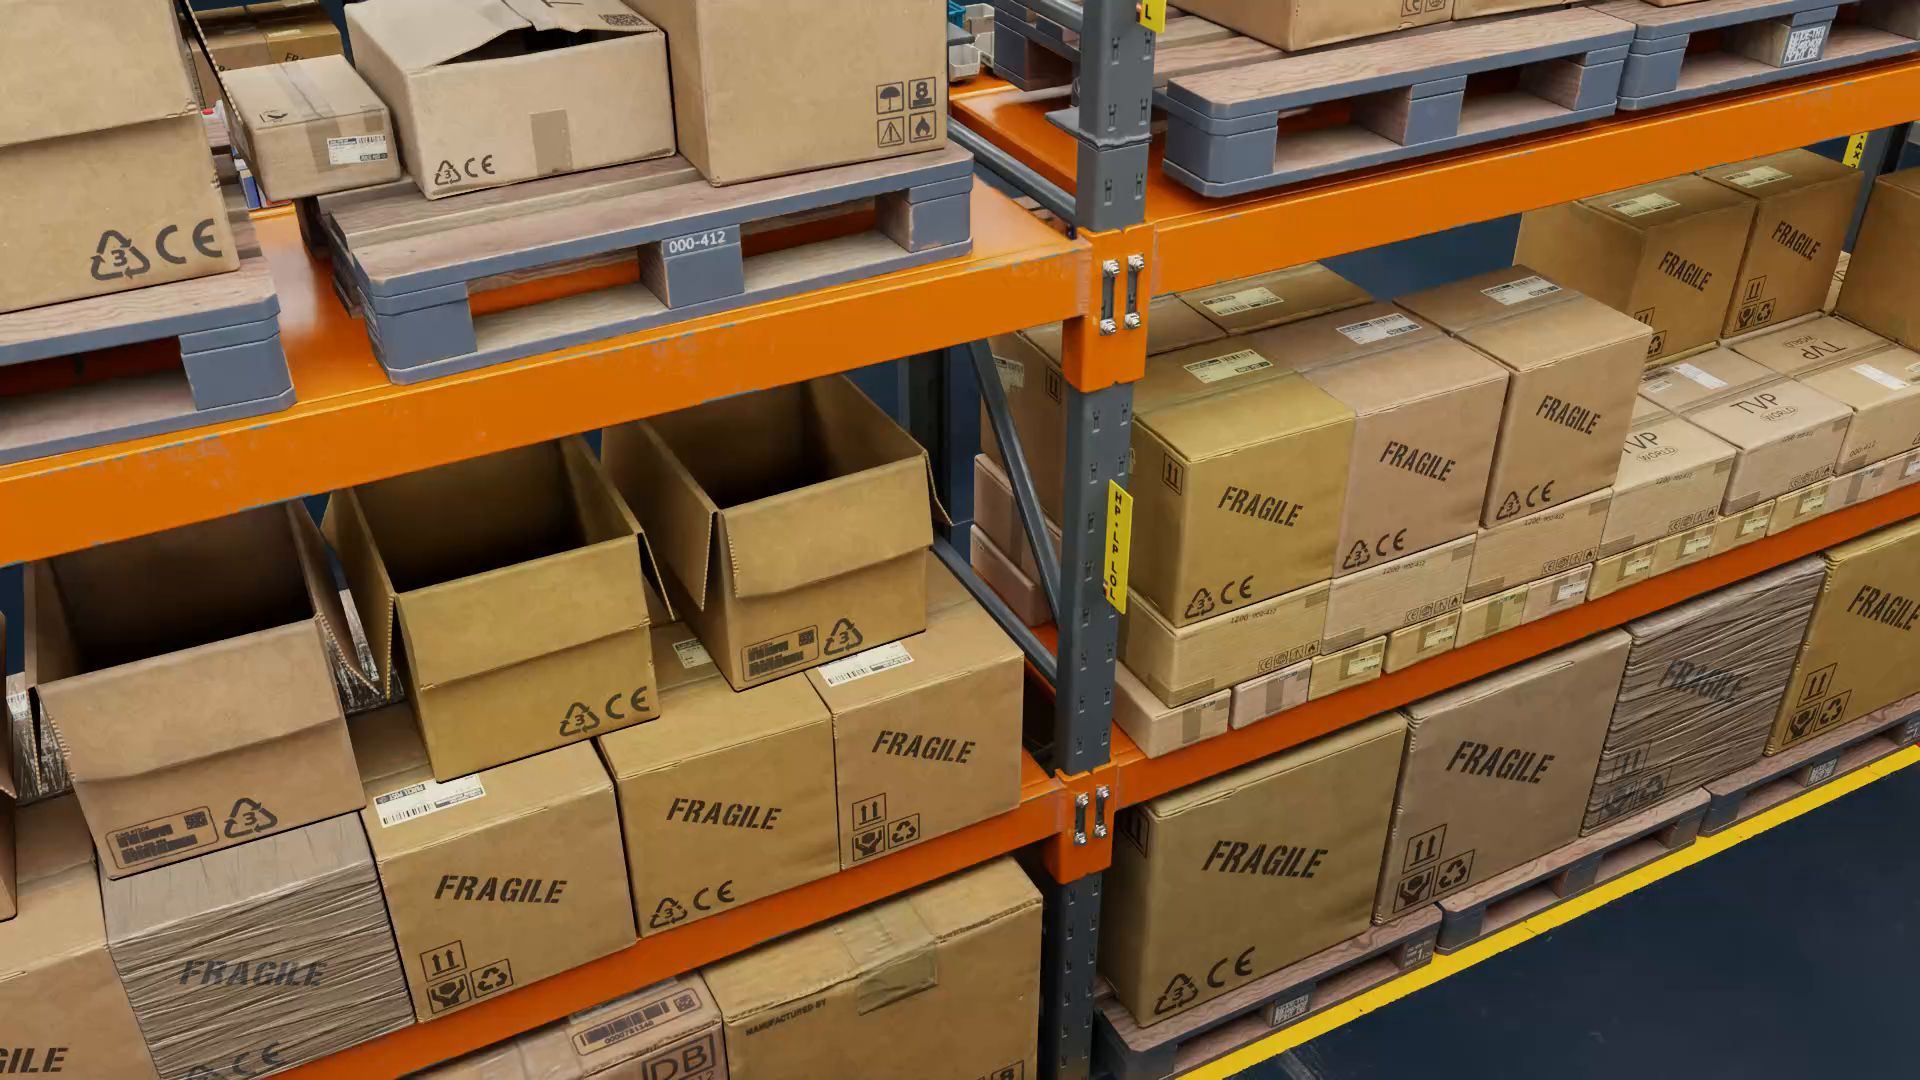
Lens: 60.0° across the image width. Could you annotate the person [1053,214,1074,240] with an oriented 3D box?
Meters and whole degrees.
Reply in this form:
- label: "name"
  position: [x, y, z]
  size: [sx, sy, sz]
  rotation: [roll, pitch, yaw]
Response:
- label: "person"
  position: [0.733, -1.346, 8.240]
  size: [0.493, 1.712, 0.479]
  rotation: [-22, 39, -30]
